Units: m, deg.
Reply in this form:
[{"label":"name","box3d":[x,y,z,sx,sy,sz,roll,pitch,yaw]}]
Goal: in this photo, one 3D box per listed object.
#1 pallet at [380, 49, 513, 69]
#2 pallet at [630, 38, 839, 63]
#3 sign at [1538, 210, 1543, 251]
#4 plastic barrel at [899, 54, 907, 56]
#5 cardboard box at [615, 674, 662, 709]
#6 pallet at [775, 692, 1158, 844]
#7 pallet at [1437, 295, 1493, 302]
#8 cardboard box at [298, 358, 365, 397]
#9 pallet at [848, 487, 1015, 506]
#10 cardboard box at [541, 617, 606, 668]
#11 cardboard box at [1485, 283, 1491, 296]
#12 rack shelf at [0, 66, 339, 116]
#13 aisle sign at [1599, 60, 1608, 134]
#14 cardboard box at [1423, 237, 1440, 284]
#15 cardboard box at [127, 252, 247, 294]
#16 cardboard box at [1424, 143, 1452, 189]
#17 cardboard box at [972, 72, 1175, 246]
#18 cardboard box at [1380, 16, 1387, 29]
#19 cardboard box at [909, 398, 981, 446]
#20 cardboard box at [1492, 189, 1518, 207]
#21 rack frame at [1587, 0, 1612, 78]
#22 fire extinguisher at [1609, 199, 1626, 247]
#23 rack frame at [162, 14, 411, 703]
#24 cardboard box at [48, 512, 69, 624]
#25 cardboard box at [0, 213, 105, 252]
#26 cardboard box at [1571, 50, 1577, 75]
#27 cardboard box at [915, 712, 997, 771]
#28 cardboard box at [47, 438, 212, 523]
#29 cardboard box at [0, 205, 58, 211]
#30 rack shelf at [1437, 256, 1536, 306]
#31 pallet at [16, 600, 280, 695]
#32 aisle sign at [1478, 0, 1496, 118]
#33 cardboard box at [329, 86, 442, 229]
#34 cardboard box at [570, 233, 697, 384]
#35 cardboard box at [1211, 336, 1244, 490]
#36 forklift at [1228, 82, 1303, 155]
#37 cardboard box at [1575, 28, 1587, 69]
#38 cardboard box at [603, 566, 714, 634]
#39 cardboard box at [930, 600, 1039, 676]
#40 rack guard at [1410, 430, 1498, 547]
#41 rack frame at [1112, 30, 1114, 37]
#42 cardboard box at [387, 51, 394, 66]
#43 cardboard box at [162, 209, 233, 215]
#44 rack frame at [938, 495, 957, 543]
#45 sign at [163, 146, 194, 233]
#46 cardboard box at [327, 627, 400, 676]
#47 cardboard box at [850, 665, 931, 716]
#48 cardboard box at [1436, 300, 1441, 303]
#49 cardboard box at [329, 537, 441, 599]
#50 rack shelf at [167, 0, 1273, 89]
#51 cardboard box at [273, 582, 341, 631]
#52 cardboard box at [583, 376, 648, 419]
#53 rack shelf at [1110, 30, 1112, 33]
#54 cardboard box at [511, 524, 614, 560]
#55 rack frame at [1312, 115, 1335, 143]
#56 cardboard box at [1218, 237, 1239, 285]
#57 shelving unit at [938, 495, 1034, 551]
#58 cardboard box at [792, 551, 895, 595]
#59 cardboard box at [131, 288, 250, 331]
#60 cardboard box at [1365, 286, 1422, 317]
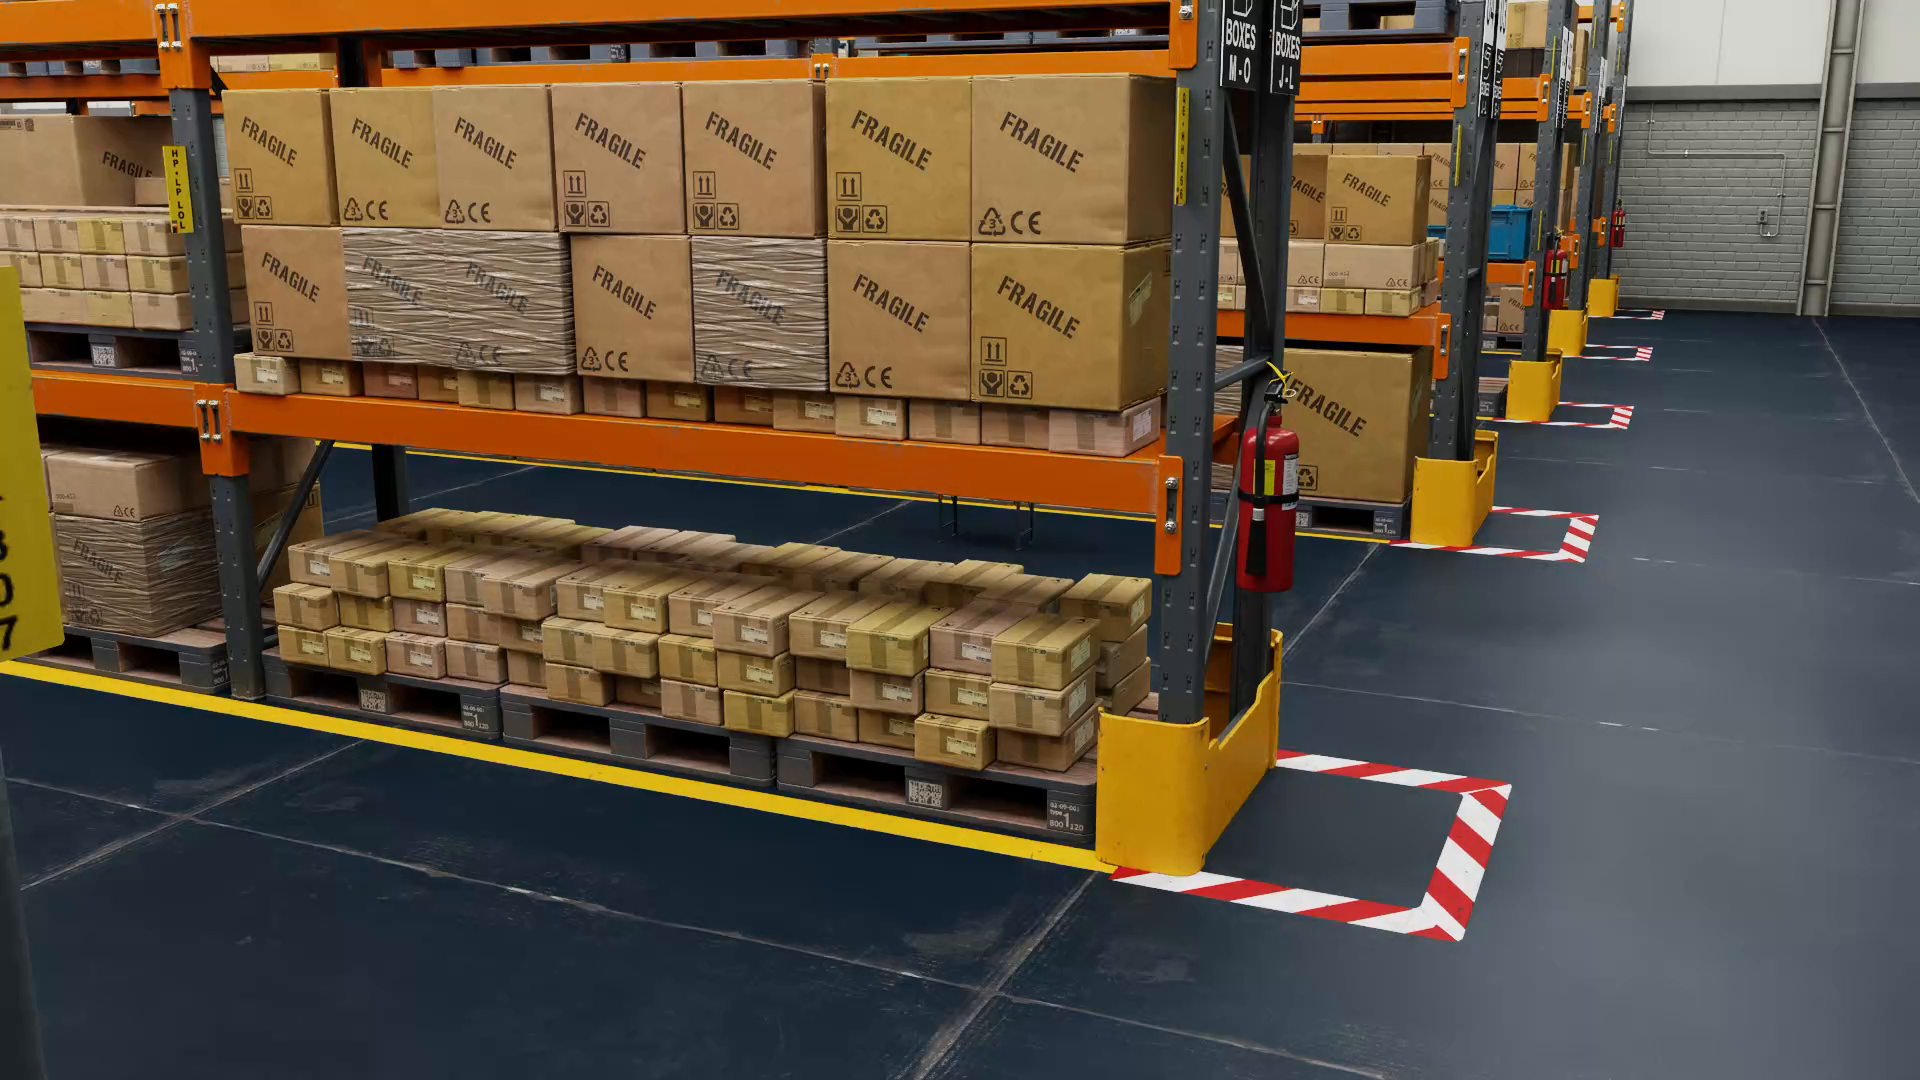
[{"label":"pallet","box3d":[-3.722,-3.613,12.432,1.003,0.211,1.213,7,15,26]},{"label":"pallet","box3d":[-1.534,-3.364,11.379,1.217,0.209,0.805,5,14,21]},{"label":"sign","box3d":[4.780,-2.550,13.699,0.005,0.325,0.100,6,14,23]},{"label":"plastic barrel","box3d":[-0.292,-4.992,15.880,0.708,0.901,0.600,6,14,23]},{"label":"cardboard box","box3d":[-1.100,0.508,6.345,0.250,0.149,0.380,6,15,25]},{"label":"pallet","box3d":[0.082,0.742,6.130,1.213,0.211,1.003,6,14,23]},{"label":"pallet","box3d":[7.126,-3.470,24.079,1.213,0.211,1.003,6,14,23]},{"label":"cardboard box","box3d":[-2.384,-0.671,6.597,0.250,0.149,0.380,6,15,25]},{"label":"pallet","box3d":[-0.012,-0.478,11.332,1.213,0.211,1.003,6,14,23]},{"label":"cardboard box","box3d":[-1.377,0.355,6.345,0.250,0.149,0.380,6,14,23]},{"label":"cardboard box","box3d":[7.403,-3.780,23.852,0.500,0.500,0.700,5,14,21]},{"label":"rack shelf","box3d":[-6.161,-3.588,13.488,4.000,0.370,1.077,6,14,23]},{"label":"aisle sign","box3d":[7.179,-4.942,18.559,0.004,0.787,0.394,6,14,23]},{"label":"cardboard box","box3d":[2.652,-1.725,10.218,0.500,0.250,0.500,5,14,22]},{"label":"cardboard box","box3d":[-3.221,-1.119,6.935,0.250,0.149,0.380,6,15,25]},{"label":"cardboard box","box3d":[5.541,-4.234,18.825,0.500,0.500,0.500,6,15,25]},{"label":"cardboard box","box3d":[0.361,-1.197,5.229,0.500,0.500,0.500,5,14,22]},{"label":"cardboard box","box3d":[4.660,-5.829,19.058,0.500,0.500,0.700,6,14,23]},{"label":"cardboard box","box3d":[0.020,-0.426,5.553,0.250,0.149,0.380,6,14,23]},{"label":"cardboard box","box3d":[6.002,-3.702,18.746,0.500,0.500,0.500,6,14,24]},{"label":"rack frame","box3d":[6.998,-6.542,17.936,0.127,3.000,1.000,6,14,23]},{"label":"fire extinguisher","box3d":[8.952,-4.327,22.614,0.183,0.674,0.296,6,14,23]},{"label":"rack frame","box3d":[-2.777,-0.896,7.007,0.127,3.000,1.000,6,14,23]},{"label":"cardboard box","box3d":[-4.024,0.053,7.515,0.500,0.500,0.500,5,14,22]},{"label":"cardboard box","box3d":[-3.944,-1.337,7.217,0.250,0.149,0.380,6,14,23]},{"label":"cardboard box","box3d":[6.633,-5.354,18.673,0.500,0.250,0.500,6,14,23]},{"label":"cardboard box","box3d":[0.039,0.650,5.741,0.250,0.149,0.380,6,15,25]},{"label":"cardboard box","box3d":[-3.560,-0.265,7.228,0.500,0.250,0.500,5,14,22]},{"label":"cardboard box","box3d":[-4.619,-1.568,8.200,0.250,0.149,0.380,7,15,26]},{"label":"rack shelf","box3d":[3.159,-2.422,15.085,4.000,0.370,1.077,6,14,23]},{"label":"pallet","box3d":[-3.489,0.390,7.632,1.213,0.211,1.003,6,14,23]},{"label":"aisle sign","box3d":[2.926,-2.749,9.213,0.004,0.787,0.394,6,14,23]},{"label":"cardboard box","box3d":[-1.983,-1.439,6.262,0.500,0.500,0.500,5,14,22]},{"label":"cardboard box","box3d":[-1.023,-0.849,5.938,0.500,0.500,0.500,7,15,26]},{"label":"cardboard box","box3d":[1.532,-0.849,10.540,0.875,0.875,0.875,6,14,23]},{"label":"forklift","box3d":[1.556,-2.048,12.067,3.031,2.935,1.130,5,14,21]},{"label":"cardboard box","box3d":[8.221,-6.673,22.608,0.500,0.500,0.500,6,14,23]},{"label":"cardboard box","box3d":[-1.127,0.223,6.258,0.250,0.149,0.380,6,14,24]},{"label":"cardboard box","box3d":[0.087,0.337,5.773,0.250,0.149,0.380,6,15,24]},{"label":"rack guard","box3d":[3.004,-0.333,10.081,0.348,0.500,1.175,6,14,23]},{"label":"rack frame","box3d":[1.331,-5.878,15.106,0.127,3.000,1.000,6,14,23]},{"label":"cardboard box","box3d":[-4.659,-3.777,13.046,0.500,0.250,0.500,6,15,24]},{"label":"cardboard box","box3d":[-3.441,-1.449,7.693,0.250,0.149,0.380,6,14,24]},{"label":"rack frame","box3d":[-0.072,-0.591,9.649,0.015,1.200,0.240,6,14,23]},{"label":"sign","box3d":[-2.998,-1.343,6.380,0.005,0.325,0.100,6,14,23]},{"label":"cardboard box","box3d":[-2.331,0.413,6.751,0.250,0.149,0.380,6,15,25]},{"label":"cardboard box","box3d":[-0.194,0.476,5.831,0.250,0.149,0.380,5,14,21]},{"label":"cardboard box","box3d":[5.701,-2.699,19.747,0.500,0.250,0.500,6,14,23]},{"label":"cardboard box","box3d":[-2.318,0.111,6.735,0.250,0.149,0.380,7,15,26]},{"label":"rack shelf","box3d":[-0.948,-1.821,5.958,4.000,0.370,1.077,6,14,23]},{"label":"cardboard box","box3d":[-2.575,0.243,6.823,0.250,0.149,0.380,7,15,26]},{"label":"cardboard box","box3d":[-1.163,-0.552,6.093,0.250,0.149,0.380,6,15,25]},{"label":"rack shelf","box3d":[3.515,-7.587,24.841,4.000,0.370,1.077,6,14,23]},{"label":"cardboard box","box3d":[-1.660,0.054,6.980,0.250,0.149,0.380,6,15,25]},{"label":"rack frame","box3d":[5.343,-5.026,24.610,0.127,3.000,1.000,6,14,23]},{"label":"cardboard box","box3d":[1.502,-1.708,10.144,0.500,0.250,0.500,5,14,21]},{"label":"shelving unit","box3d":[0.151,-0.569,9.553,0.503,1.200,0.258,6,14,23]},{"label":"cardboard box","box3d":[-0.450,0.165,6.506,0.250,0.149,0.380,6,15,25]},{"label":"cardboard box","box3d":[-3.220,-0.974,6.968,0.250,0.149,0.380,5,14,22]},{"label":"cardboard box","box3d":[2.523,-1.394,9.681,0.250,0.149,0.380,6,15,24]}]
